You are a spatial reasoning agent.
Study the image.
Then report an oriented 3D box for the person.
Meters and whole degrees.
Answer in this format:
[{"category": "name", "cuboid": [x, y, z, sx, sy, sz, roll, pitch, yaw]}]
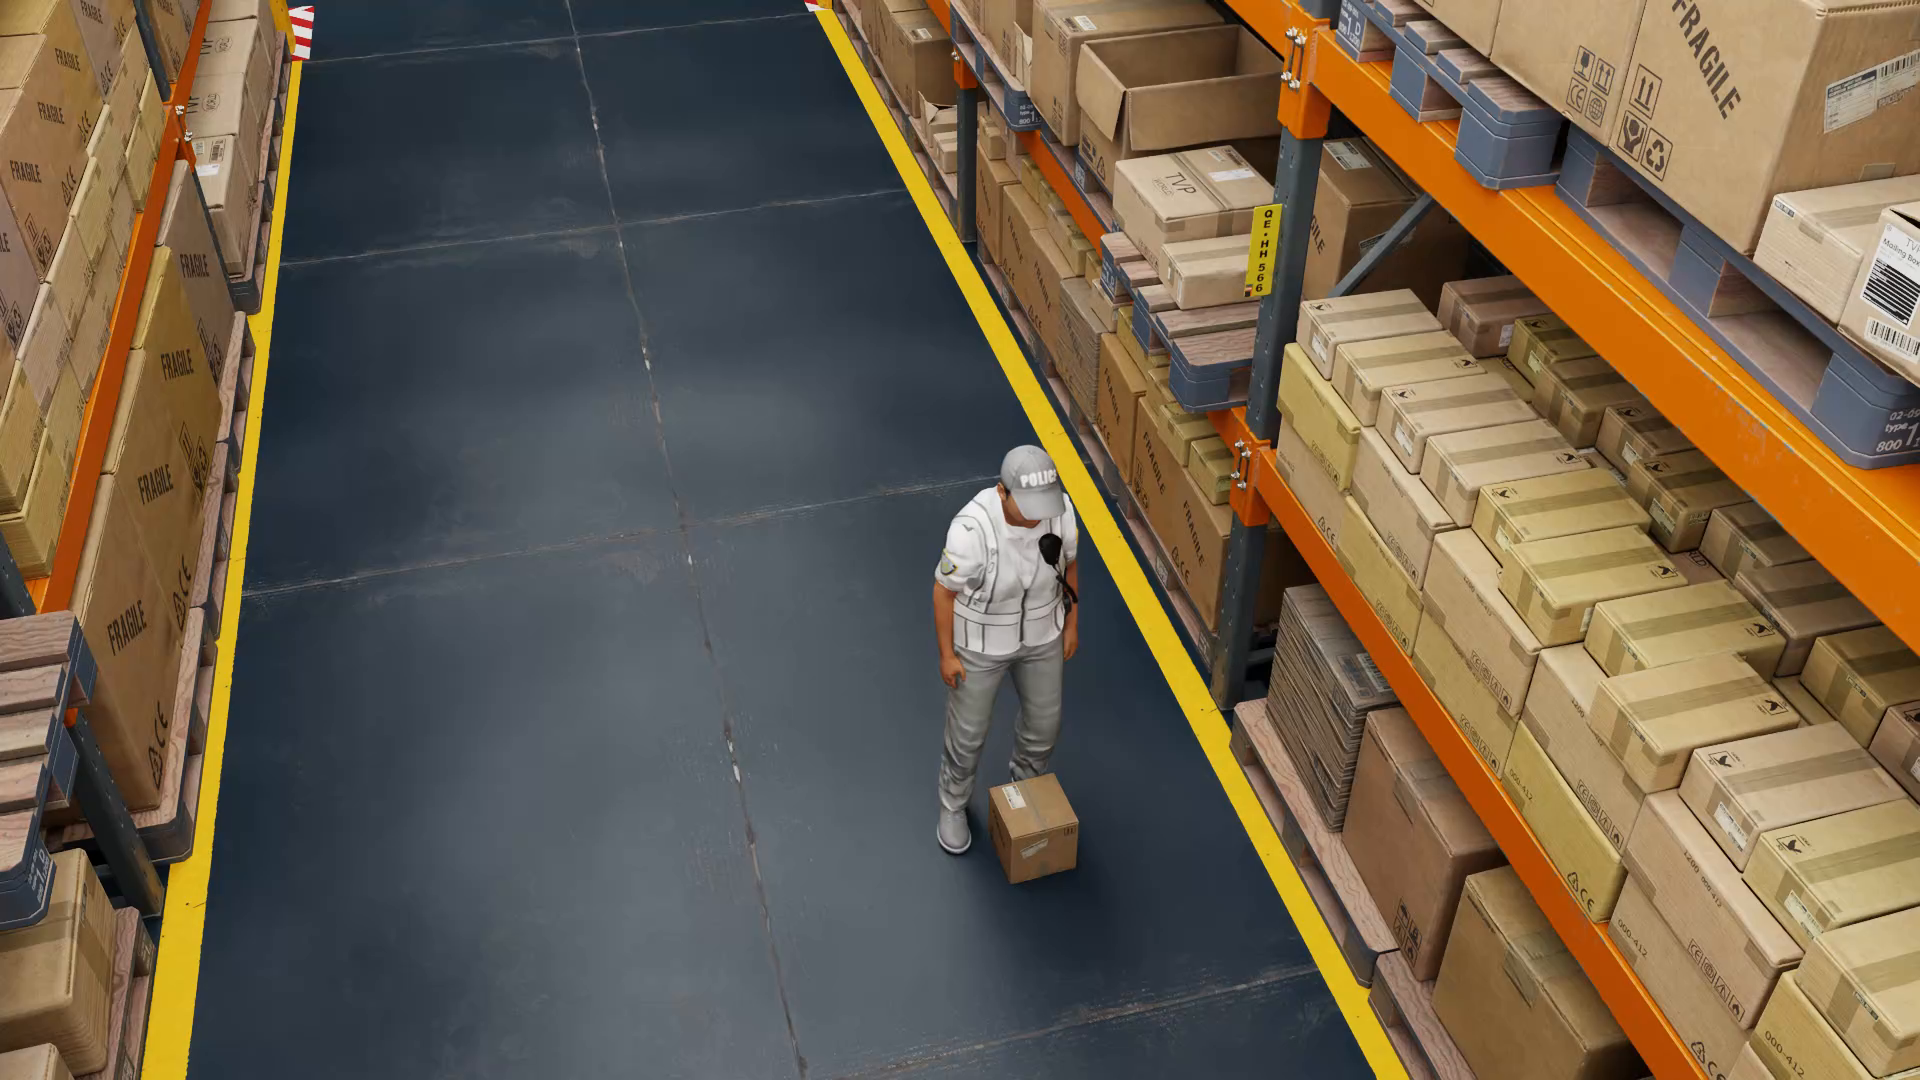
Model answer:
[{"category": "person", "cuboid": [0.158, 0.353, 5.703, 0.560, 1.665, 0.466, -13, 40, -16]}]
